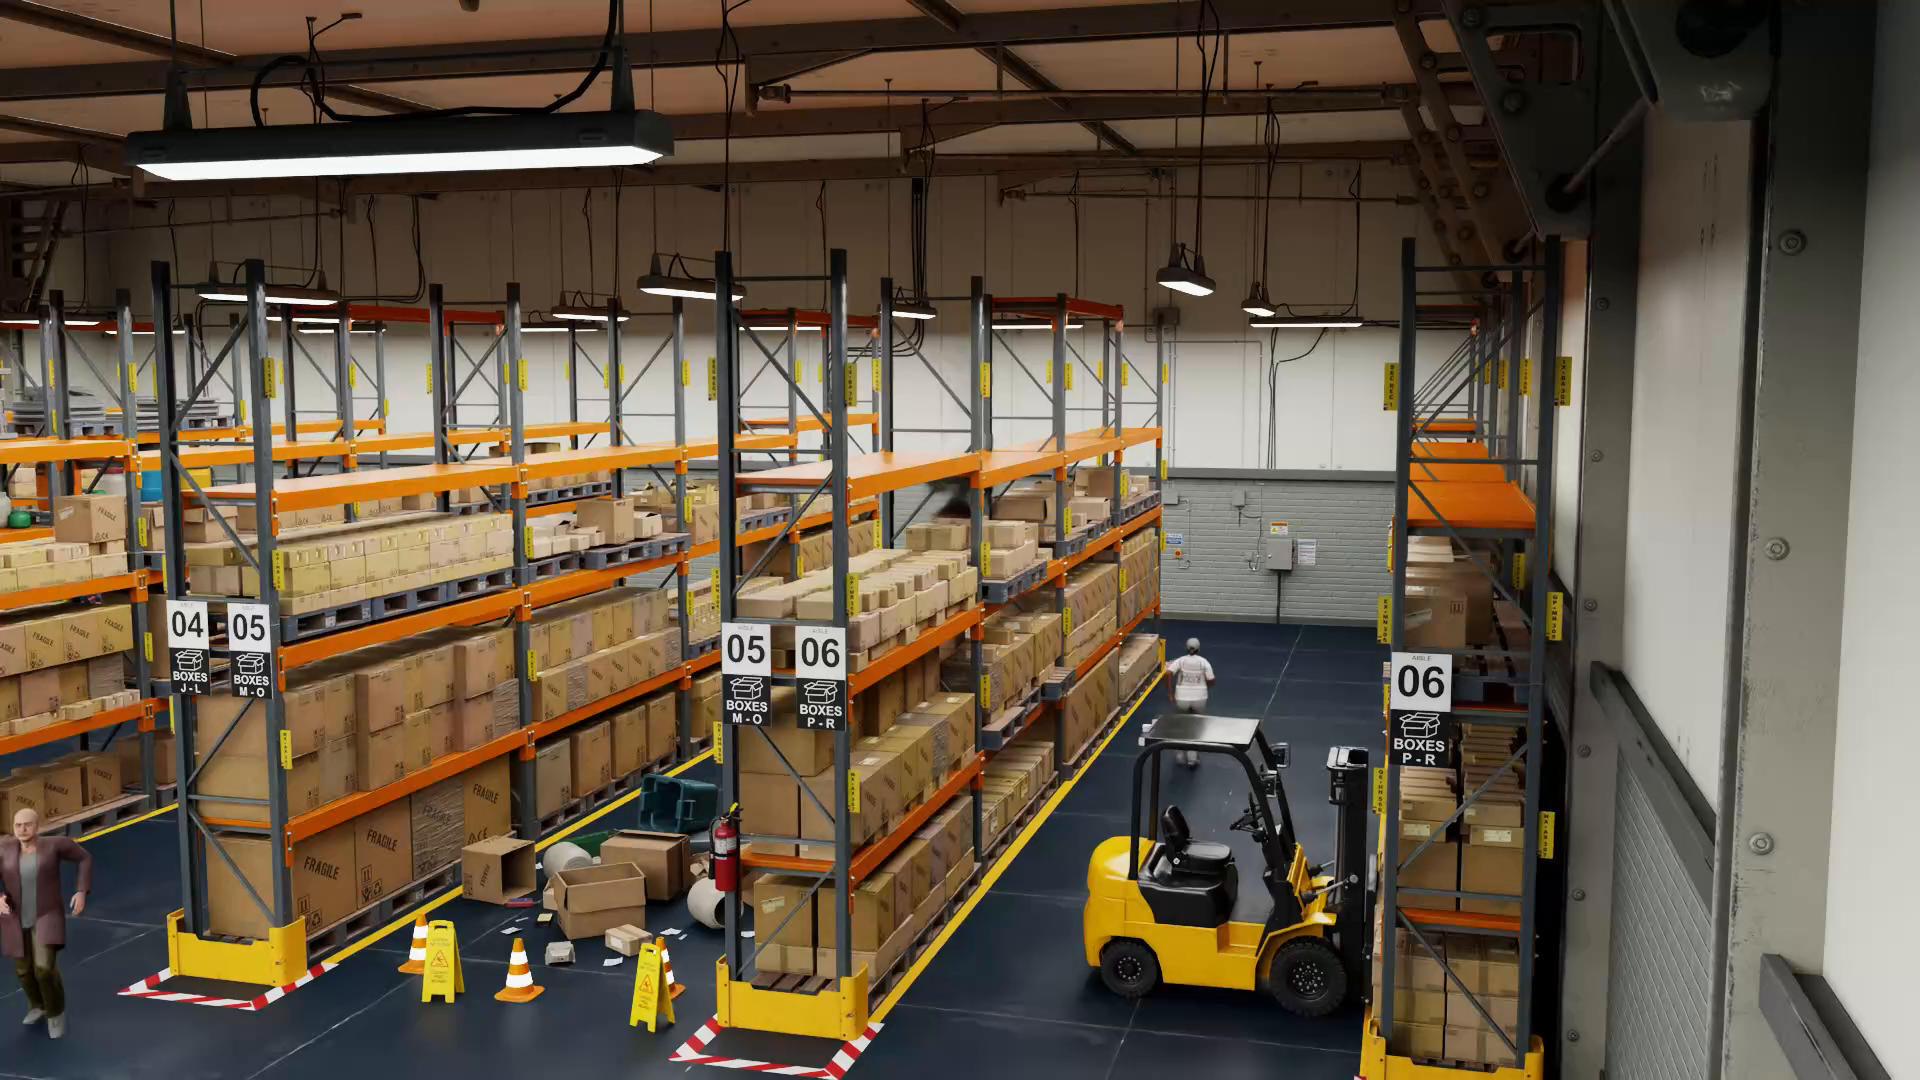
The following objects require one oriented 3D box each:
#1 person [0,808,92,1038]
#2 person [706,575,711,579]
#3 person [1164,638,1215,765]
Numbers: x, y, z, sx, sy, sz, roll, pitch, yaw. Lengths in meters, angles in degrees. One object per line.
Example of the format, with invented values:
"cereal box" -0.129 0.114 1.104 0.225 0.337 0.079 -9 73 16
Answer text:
"person" -7.094 2.965 12.760 0.737 1.815 0.776 -2 6 -16
"person" -4.050 1.398 28.364 0.683 1.683 0.930 3 7 29
"person" 2.973 2.085 21.494 0.626 1.662 0.637 2 6 16
